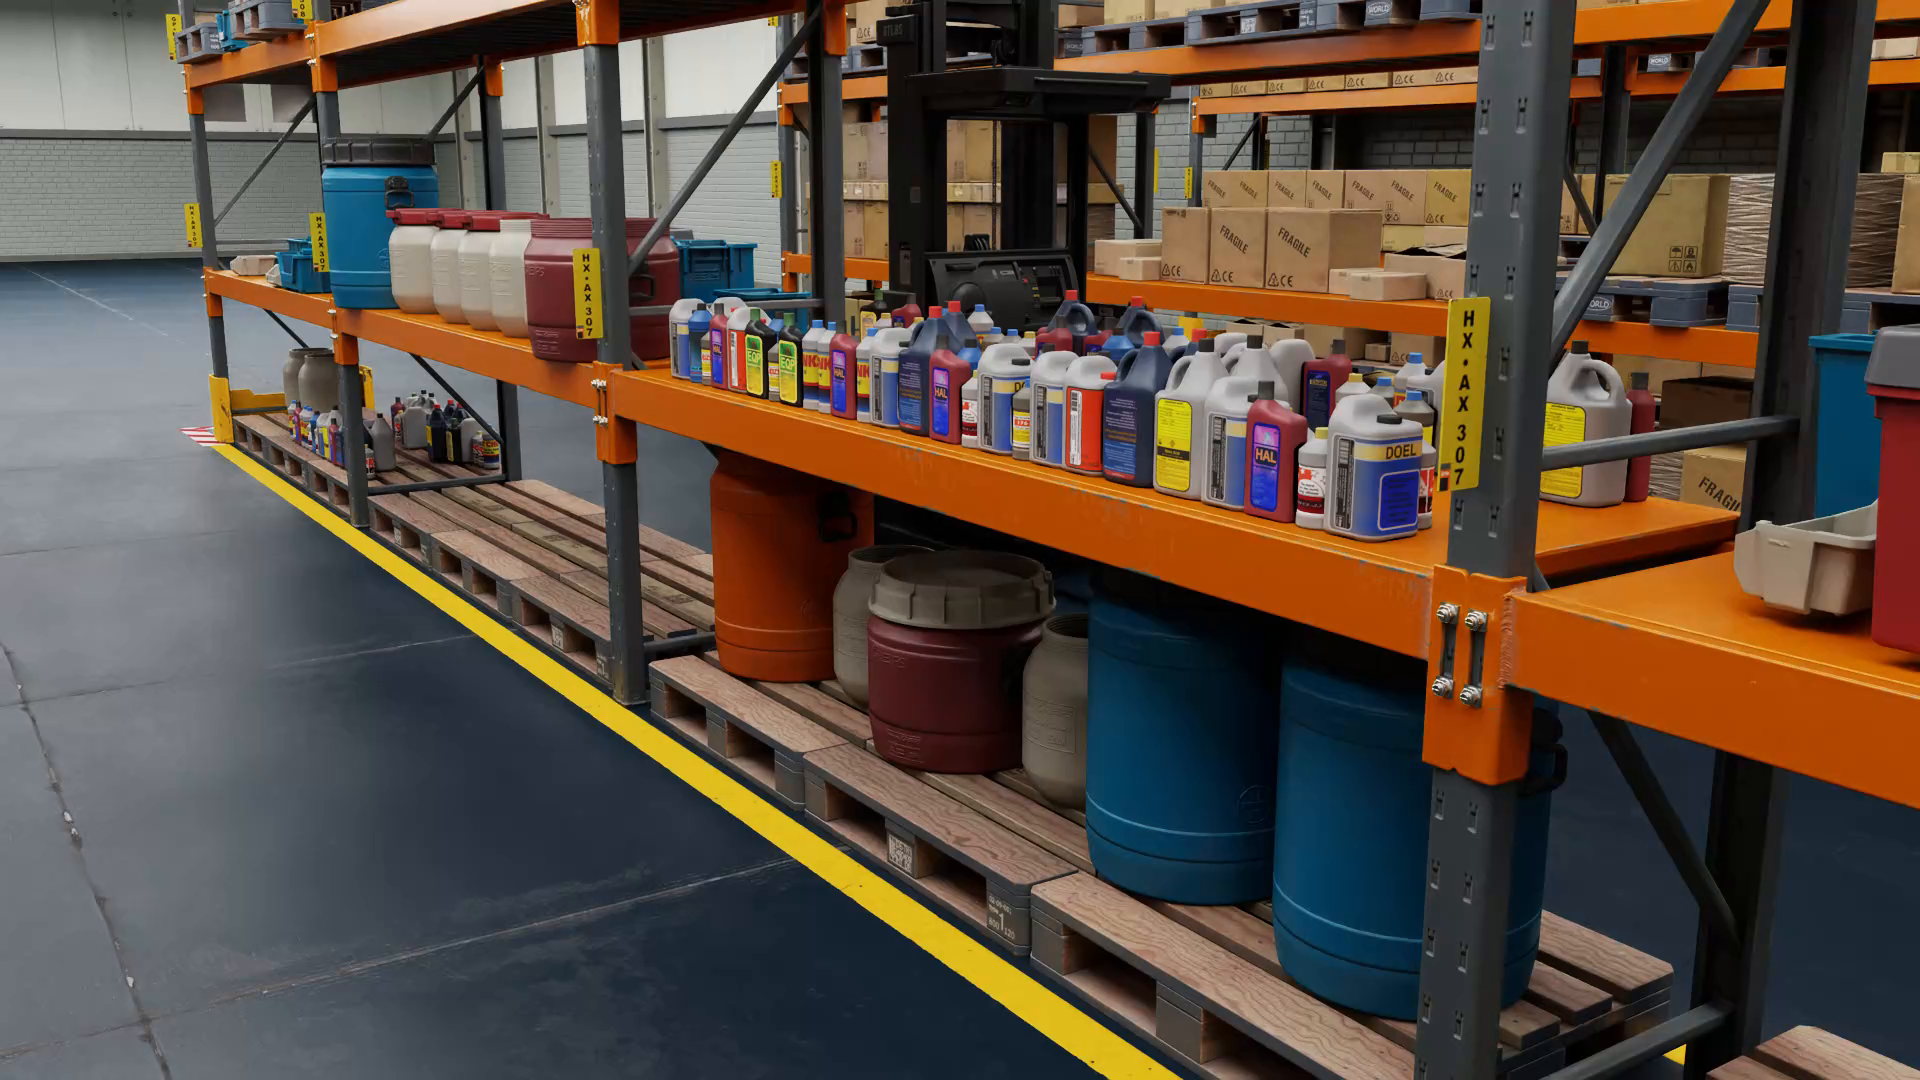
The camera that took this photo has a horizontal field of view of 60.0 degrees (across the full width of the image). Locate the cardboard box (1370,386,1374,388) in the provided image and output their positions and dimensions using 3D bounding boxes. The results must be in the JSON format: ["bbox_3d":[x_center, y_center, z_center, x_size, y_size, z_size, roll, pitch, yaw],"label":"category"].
[{"bbox_3d":[2.433,-0.764,9.973,0.500,0.311,0.500,-8,15,-34],"label":"cardboard box"}]

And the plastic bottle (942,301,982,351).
[{"bbox_3d":[-0.028,-0.514,4.804,0.144,0.351,0.185,-8,15,-33],"label":"plastic bottle"}]

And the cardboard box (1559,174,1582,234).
[{"bbox_3d":[5.380,-2.940,14.519,0.700,0.500,0.500,-8,15,-33],"label":"cardboard box"}]

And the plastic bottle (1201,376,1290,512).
[{"bbox_3d":[0.622,-0.211,3.597,0.152,0.276,0.135,-8,15,-33],"label":"plastic bottle"}]

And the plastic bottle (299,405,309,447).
[{"bbox_3d":[-4.402,-0.771,11.223,0.097,0.271,0.097,0,12,0],"label":"plastic bottle"}]

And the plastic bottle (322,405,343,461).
[{"bbox_3d":[-4.003,-0.691,10.670,0.144,0.351,0.185,-8,15,-33],"label":"plastic bottle"}]

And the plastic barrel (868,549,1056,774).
[{"bbox_3d":[0.006,0.372,5.300,0.600,0.588,0.708,-8,15,-33],"label":"plastic barrel"}]

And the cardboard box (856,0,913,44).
[{"bbox_3d":[-0.519,-4.355,13.689,0.500,0.500,0.500,-8,15,-33],"label":"cardboard box"}]

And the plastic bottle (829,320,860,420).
[{"bbox_3d":[-0.332,-0.503,4.915,0.061,0.283,0.133,-8,15,-33],"label":"plastic bottle"}]

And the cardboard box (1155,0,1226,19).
[{"bbox_3d":[1.645,-3.573,11.024,0.500,0.250,0.500,-10,16,-38],"label":"cardboard box"}]

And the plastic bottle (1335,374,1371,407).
[{"bbox_3d":[1.020,-0.329,4.310,0.097,0.201,0.097,0,12,0],"label":"plastic bottle"}]

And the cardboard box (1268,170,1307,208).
[{"bbox_3d":[3.471,-3.483,16.814,0.500,0.500,0.500,-9,15,-35],"label":"cardboard box"}]

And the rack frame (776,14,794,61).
[{"bbox_3d":[-1.211,-5.826,14.937,1.000,3.000,0.127,-8,15,-33],"label":"rack frame"}]

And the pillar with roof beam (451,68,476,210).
[{"bbox_3d":[-16.187,-11.216,39.588,9.100,9.000,0.548,-8,15,-33],"label":"pillar with roof beam"}]

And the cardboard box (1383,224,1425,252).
[{"bbox_3d":[4.343,-2.845,15.654,0.500,0.250,0.500,-8,15,-33],"label":"cardboard box"}]

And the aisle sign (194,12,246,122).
[{"bbox_3d":[-5.621,-3.557,12.522,0.394,0.787,0.004,-8,15,-33],"label":"aisle sign"}]

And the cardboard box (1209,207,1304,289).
[{"bbox_3d":[1.986,-1.911,10.845,0.500,0.500,0.500,-8,15,-33],"label":"cardboard box"}]

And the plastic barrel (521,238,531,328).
[{"bbox_3d":[-1.652,-1.099,7.103,0.421,0.512,0.421,0,12,0],"label":"plastic barrel"}]

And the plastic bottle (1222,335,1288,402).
[{"bbox_3d":[0.650,-0.293,3.795,0.144,0.351,0.185,-8,15,-33],"label":"plastic bottle"}]

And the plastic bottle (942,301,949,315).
[{"bbox_3d":[-0.041,-0.704,5.860,0.097,0.271,0.097,0,12,0],"label":"plastic bottle"}]

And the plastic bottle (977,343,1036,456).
[{"bbox_3d":[0.139,-0.366,4.305,0.152,0.276,0.135,-8,15,-33],"label":"plastic bottle"}]

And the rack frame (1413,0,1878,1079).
[{"bbox_3d":[1.312,-0.175,3.141,1.000,3.000,0.127,-8,15,-33],"label":"rack frame"}]

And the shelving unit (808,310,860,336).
[{"bbox_3d":[-0.682,-0.786,10.146,0.258,1.200,0.503,-9,15,-35],"label":"shelving unit"}]

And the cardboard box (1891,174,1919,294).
[{"bbox_3d":[4.407,-1.322,7.167,0.500,0.500,0.700,11,16,41],"label":"cardboard box"}]

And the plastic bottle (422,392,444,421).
[{"bbox_3d":[-3.563,-0.821,11.263,0.144,0.351,0.185,-8,15,-33],"label":"plastic bottle"}]

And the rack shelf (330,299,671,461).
[{"bbox_3d":[-2.013,-0.891,8.097,1.077,0.370,4.000,-8,15,-33],"label":"rack shelf"}]

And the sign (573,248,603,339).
[{"bbox_3d":[-1.359,-0.900,6.073,0.100,0.325,0.005,-8,15,-33],"label":"sign"}]

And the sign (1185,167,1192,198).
[{"bbox_3d":[2.459,-3.841,17.876,0.100,0.325,0.005,-8,15,-33],"label":"sign"}]

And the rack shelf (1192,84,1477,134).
[{"bbox_3d":[4.019,-4.240,16.392,1.077,0.370,4.000,-8,15,-33],"label":"rack shelf"}]

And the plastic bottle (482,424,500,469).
[{"bbox_3d":[-2.932,-0.588,10.388,0.097,0.271,0.097,0,12,0],"label":"plastic bottle"}]

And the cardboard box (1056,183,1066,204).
[{"bbox_3d":[0.676,-2.572,12.350,0.380,0.149,0.250,-8,15,-33],"label":"cardboard box"}]

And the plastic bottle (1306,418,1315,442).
[{"bbox_3d":[0.714,-0.158,3.529,0.097,0.201,0.097,0,12,0],"label":"plastic bottle"}]

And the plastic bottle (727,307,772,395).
[{"bbox_3d":[-0.677,-0.628,5.504,0.152,0.276,0.135,-8,15,-33],"label":"plastic bottle"}]

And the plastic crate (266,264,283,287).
[{"bbox_3d":[-4.231,-1.728,10.859,0.530,0.136,0.437,-8,15,-33],"label":"plastic crate"}]

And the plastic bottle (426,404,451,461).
[{"bbox_3d":[-3.342,-0.694,10.686,0.144,0.351,0.185,-8,15,-33],"label":"plastic bottle"}]

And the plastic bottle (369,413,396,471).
[{"bbox_3d":[-3.597,-0.616,10.329,0.144,0.351,0.185,-8,15,-33],"label":"plastic bottle"}]

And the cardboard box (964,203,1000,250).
[{"bbox_3d":[0.456,-2.404,13.097,0.700,0.500,0.500,-8,15,-33],"label":"cardboard box"}]

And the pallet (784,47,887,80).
[{"bbox_3d":[-0.841,-4.188,14.678,1.003,0.211,1.213,-8,15,-33],"label":"pallet"}]

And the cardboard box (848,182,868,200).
[{"bbox_3d":[-0.749,-3.029,14.439,0.380,0.149,0.250,-8,15,-34],"label":"cardboard box"}]

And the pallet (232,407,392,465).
[{"bbox_3d":[-4.810,-0.794,12.498,1.003,0.211,1.213,-8,15,-33],"label":"pallet"}]

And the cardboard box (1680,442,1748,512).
[{"bbox_3d":[3.804,-0.169,7.934,0.500,0.500,0.500,-8,15,-34],"label":"cardboard box"}]

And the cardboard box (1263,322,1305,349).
[{"bbox_3d":[3.535,-2.148,17.428,0.500,0.311,0.500,-7,14,-28],"label":"cardboard box"}]

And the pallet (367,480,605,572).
[{"bbox_3d":[-2.653,-0.101,9.327,1.003,0.211,1.213,-8,15,-33],"label":"pallet"}]

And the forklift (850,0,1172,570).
[{"bbox_3d":[0.365,-1.323,8.551,1.130,2.935,3.031,-9,15,-35],"label":"forklift"}]

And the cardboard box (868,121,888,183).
[{"bbox_3d":[-0.358,-3.301,14.165,0.700,0.500,0.500,-8,15,-33],"label":"cardboard box"}]

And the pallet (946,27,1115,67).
[{"bbox_3d":[0.511,-3.754,12.694,1.003,0.211,1.213,-8,15,-33],"label":"pallet"}]

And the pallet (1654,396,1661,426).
[{"bbox_3d":[6.239,-1.053,13.682,1.003,0.211,1.213,-8,15,-33],"label":"pallet"}]

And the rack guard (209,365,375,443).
[{"bbox_3d":[-5.256,-1.080,13.131,1.175,0.500,0.348,-8,15,-33],"label":"rack guard"}]

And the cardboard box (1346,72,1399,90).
[{"bbox_3d":[4.033,-4.541,15.801,0.500,0.500,0.500,-9,15,-35],"label":"cardboard box"}]

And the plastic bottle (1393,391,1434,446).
[{"bbox_3d":[1.076,-0.252,3.960,0.097,0.201,0.097,0,12,0],"label":"plastic bottle"}]

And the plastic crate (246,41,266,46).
[{"bbox_3d":[-4.346,-3.172,10.441,0.243,0.136,0.396,-8,15,-33],"label":"plastic crate"}]

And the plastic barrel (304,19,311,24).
[{"bbox_3d":[-4.599,-3.884,11.656,0.600,0.588,0.600,0,12,0],"label":"plastic barrel"}]
